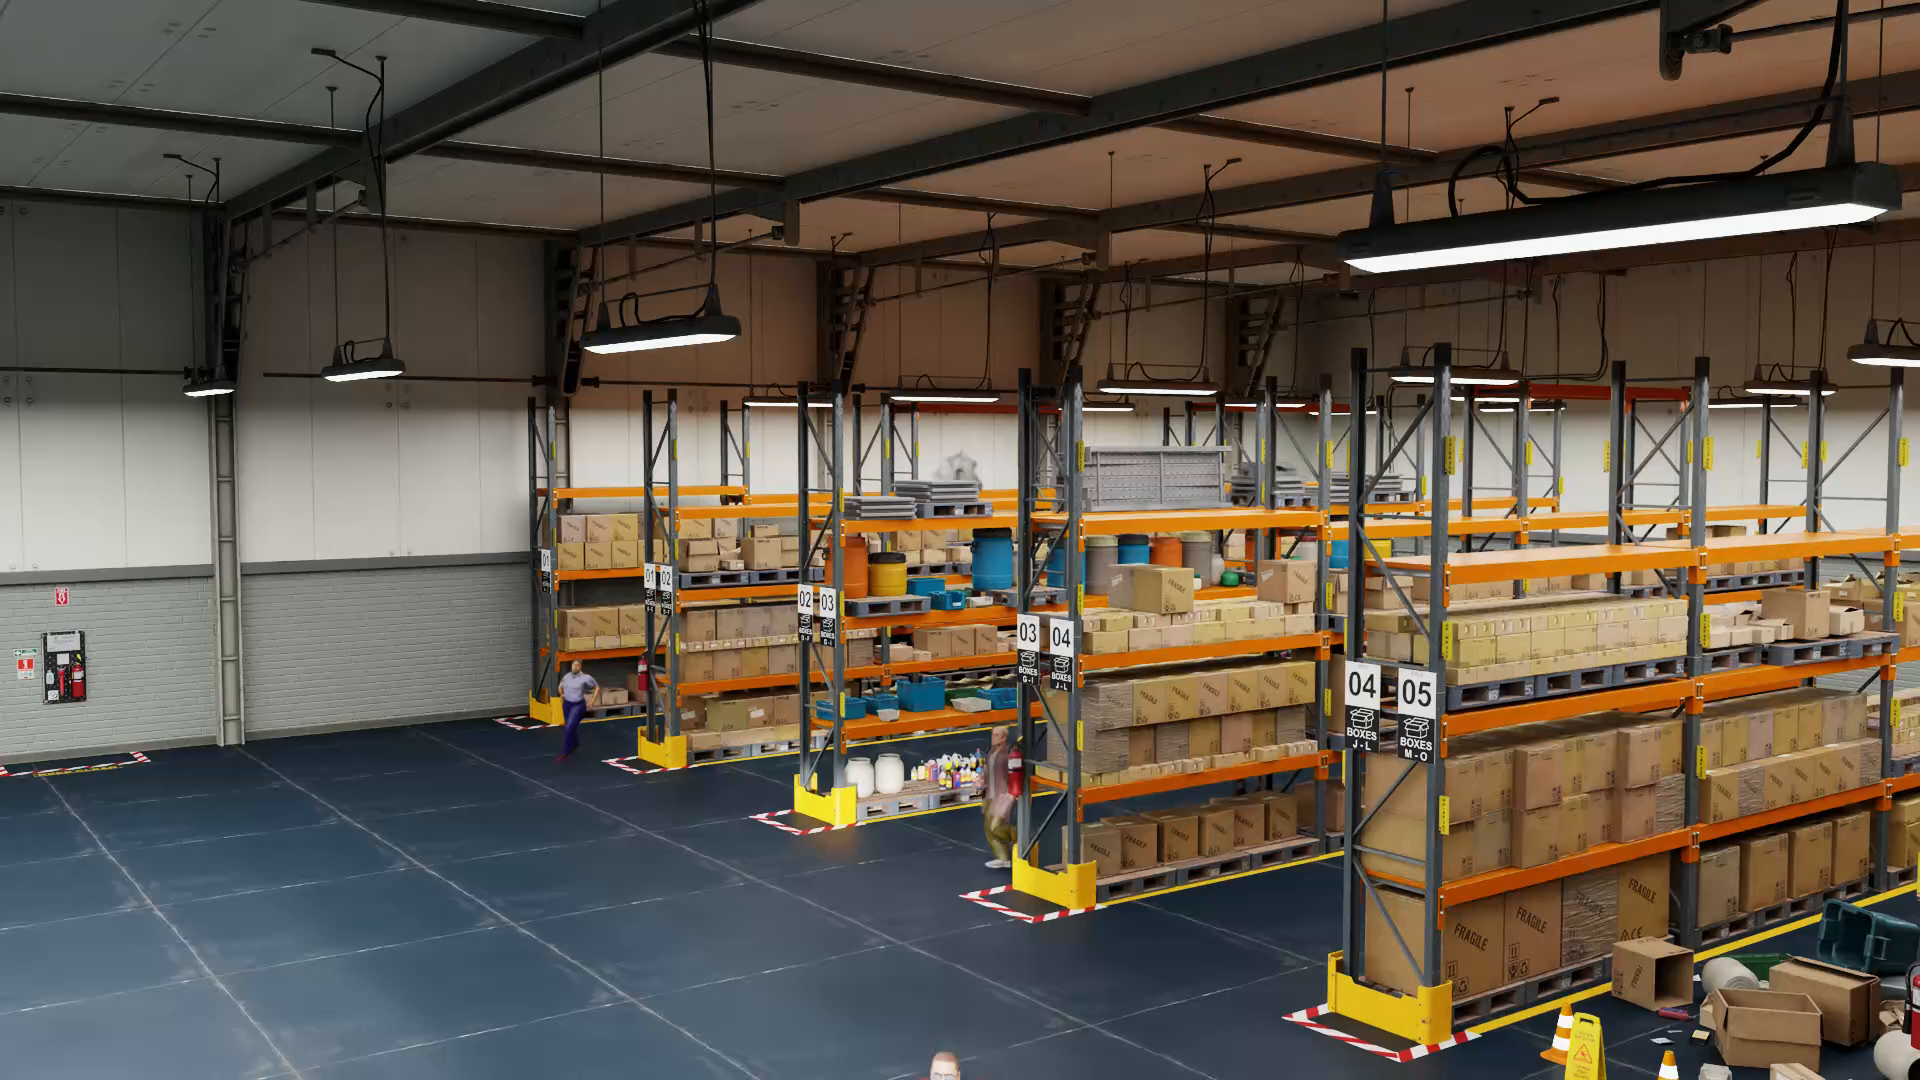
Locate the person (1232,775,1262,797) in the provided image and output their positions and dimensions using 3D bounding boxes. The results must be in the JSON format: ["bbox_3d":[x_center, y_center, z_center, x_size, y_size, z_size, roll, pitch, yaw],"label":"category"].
[{"bbox_3d":[4.204,2.885,24.061,0.731,1.780,0.639,-3,5,-44],"label":"person"}]

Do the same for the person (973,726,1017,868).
[{"bbox_3d":[0.505,3.111,20.133,0.661,1.734,0.714,-2,4,-34],"label":"person"}]

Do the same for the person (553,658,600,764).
[{"bbox_3d":[-6.242,2.744,26.953,0.679,1.661,0.840,1,4,23],"label":"person"}]

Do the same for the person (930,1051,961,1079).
[{"bbox_3d":[-0.073,3.756,9.473,0.585,1.778,0.917,0,3,0],"label":"person"}]
